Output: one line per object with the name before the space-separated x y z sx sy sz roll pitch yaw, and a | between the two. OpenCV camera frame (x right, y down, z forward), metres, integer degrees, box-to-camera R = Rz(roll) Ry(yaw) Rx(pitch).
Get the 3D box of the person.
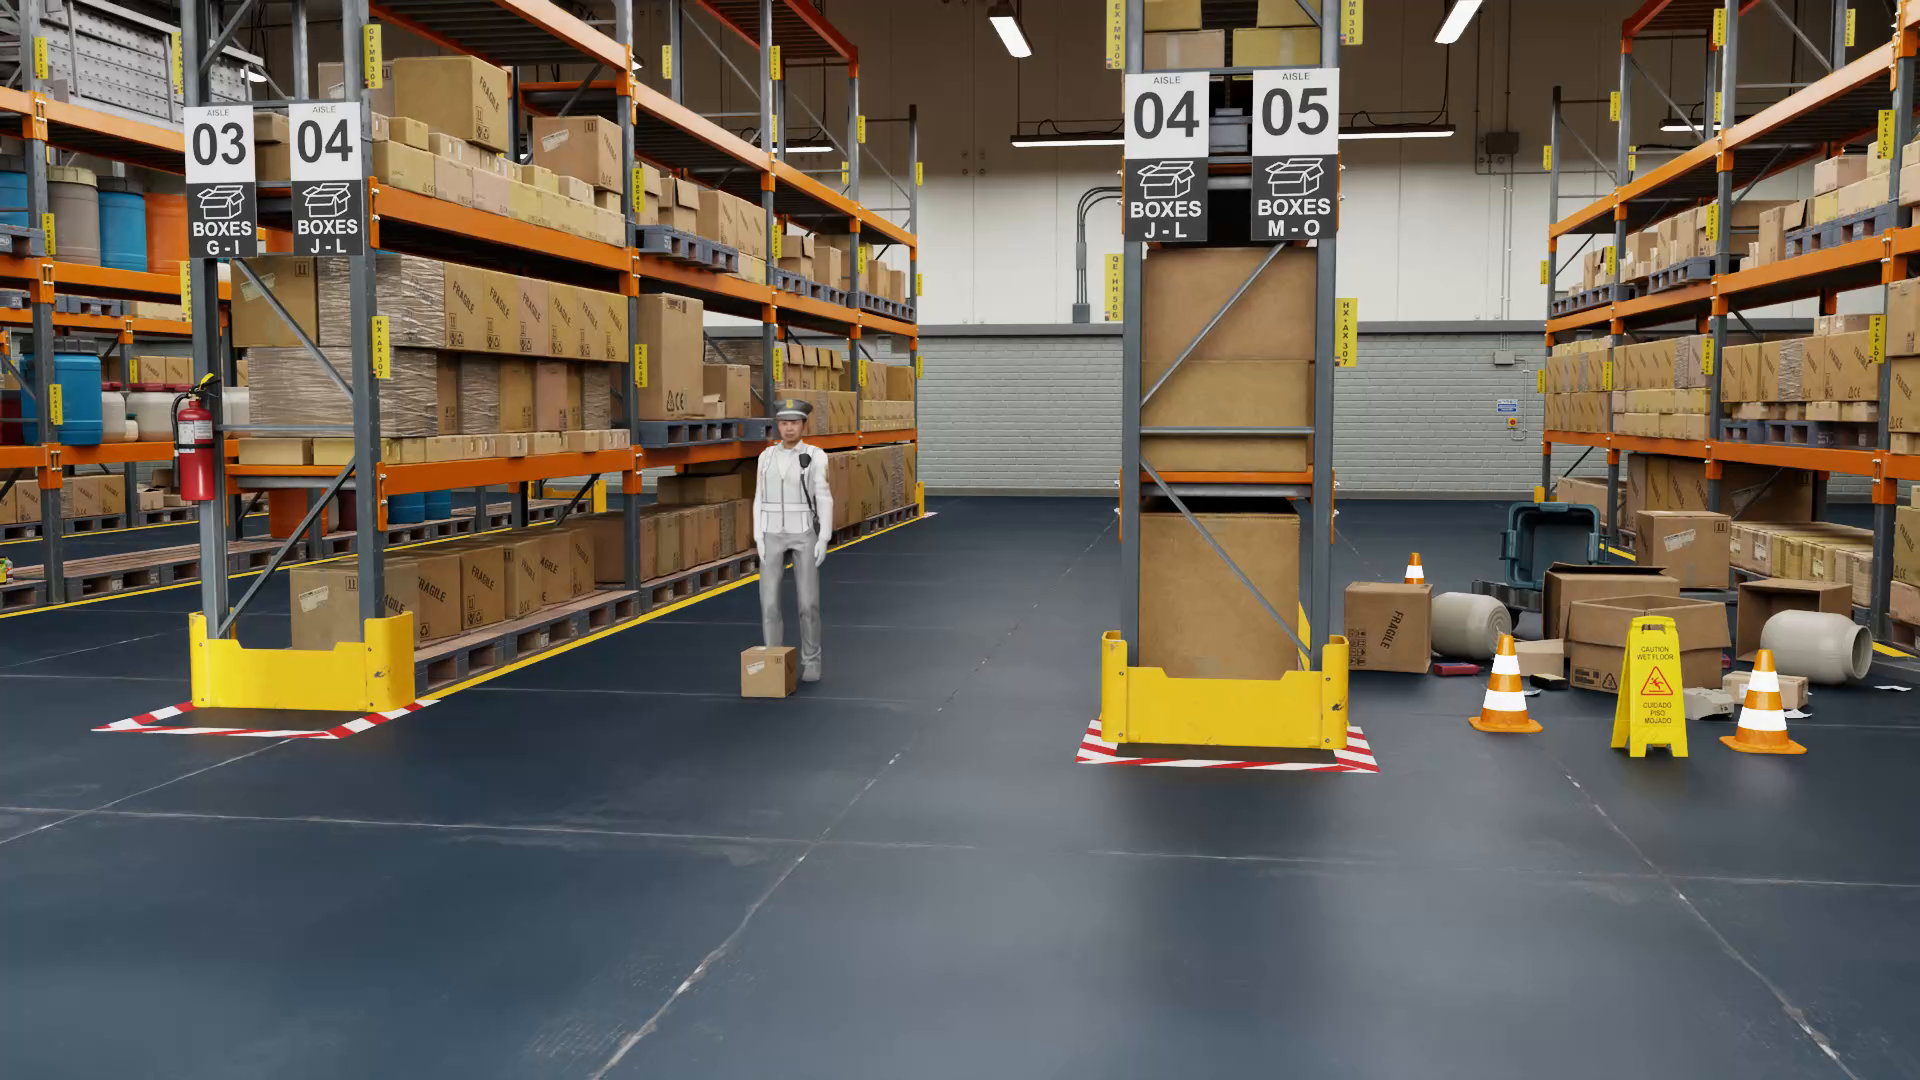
person | -0.994 0.025 9.839 0.477 1.729 0.374 1 5 10
